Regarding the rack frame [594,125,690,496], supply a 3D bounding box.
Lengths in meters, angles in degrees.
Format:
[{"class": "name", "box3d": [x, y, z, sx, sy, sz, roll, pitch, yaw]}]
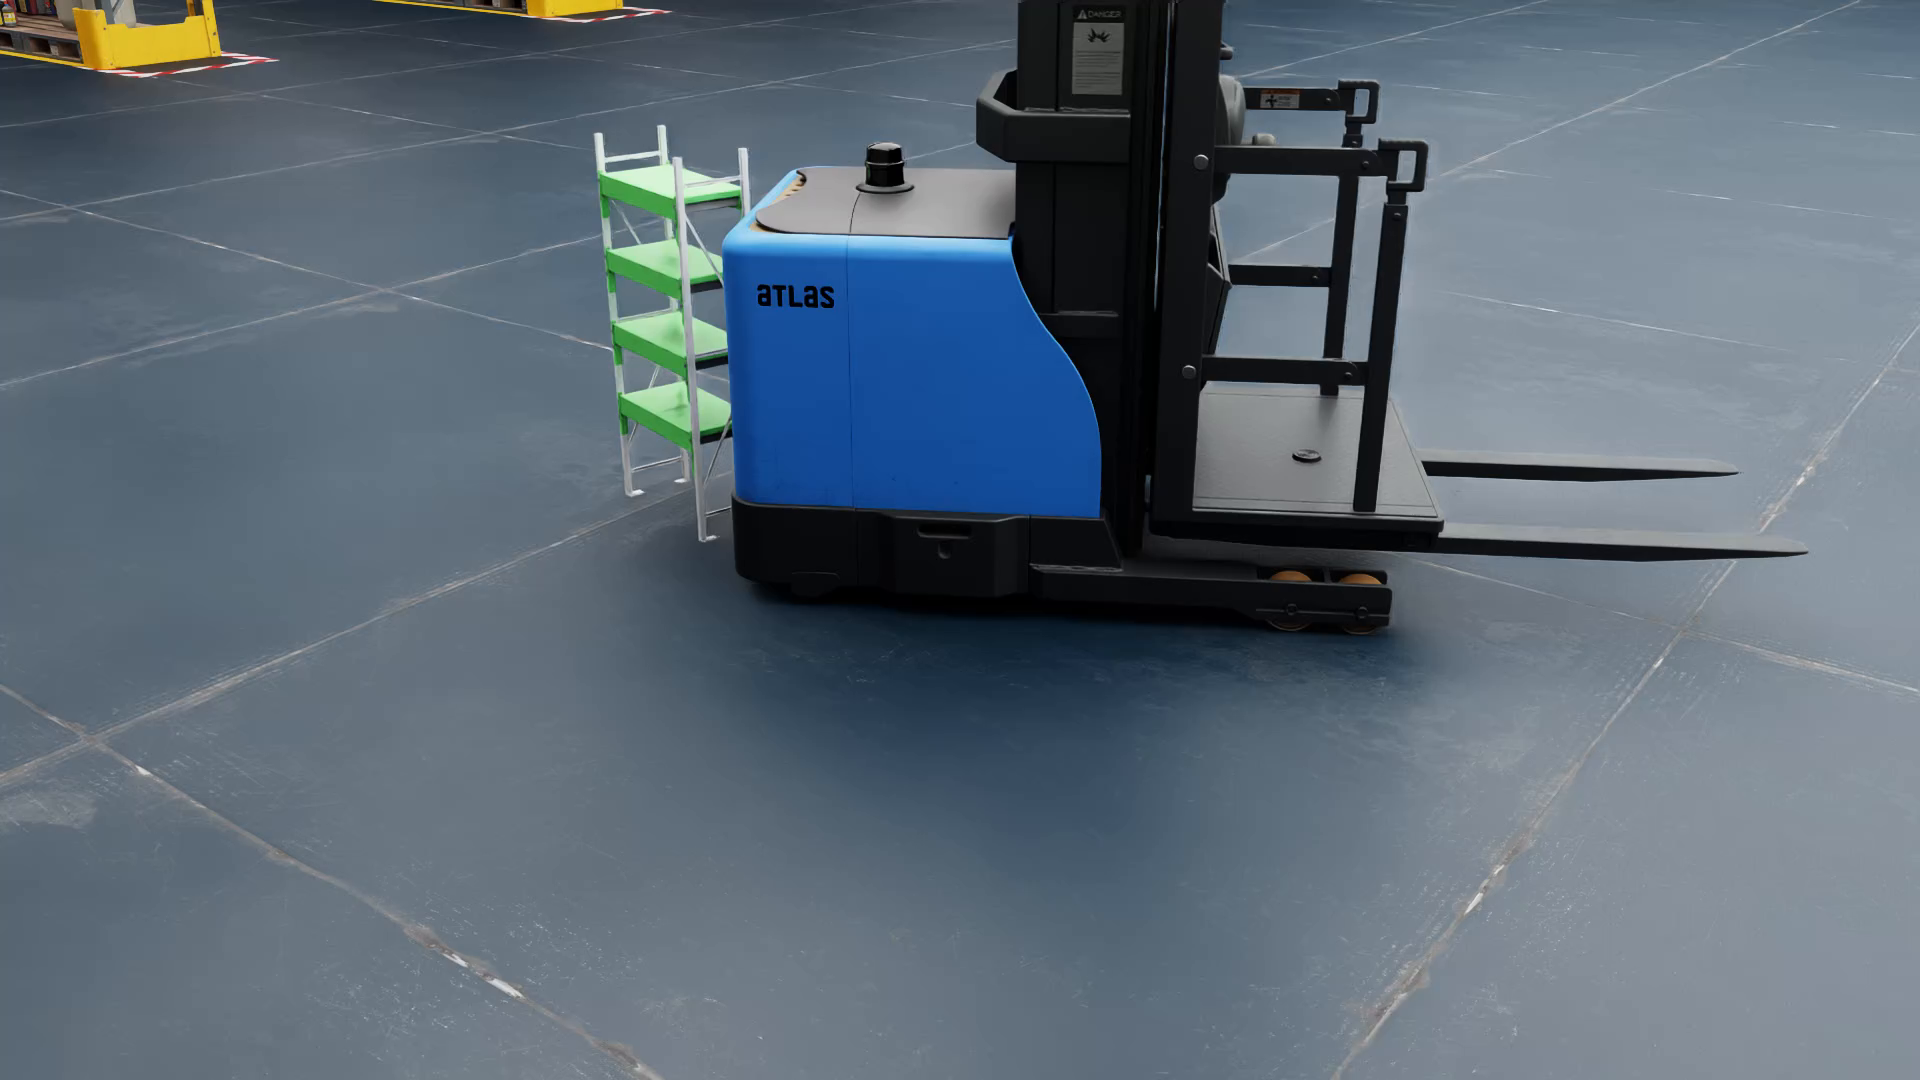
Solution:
[{"class": "rack frame", "box3d": [-1.026, -0.727, 5.413, 0.240, 1.200, 0.015, -18, 29, -35]}]

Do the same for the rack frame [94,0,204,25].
[{"class": "rack frame", "box3d": [-7.254, -5.737, 14.550, 0.127, 3.000, 1.000, 17, 29, 33]}]

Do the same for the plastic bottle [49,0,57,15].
[{"class": "plastic bottle", "box3d": [-9.035, -5.384, 16.589, 0.097, 0.271, 0.097, 0, 24, 0]}]

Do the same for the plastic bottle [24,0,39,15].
[{"class": "plastic bottle", "box3d": [-9.291, -5.400, 16.609, 0.133, 0.283, 0.061, 17, 29, 33]}]

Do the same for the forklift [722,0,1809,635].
[{"class": "forklift", "box3d": [0.892, -1.303, 4.572, 3.031, 2.935, 1.130, 2, 24, 6]}]

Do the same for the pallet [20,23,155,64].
[{"class": "pallet", "box3d": [-7.990, -4.662, 15.569, 1.213, 0.211, 1.003, 17, 29, 33]}]

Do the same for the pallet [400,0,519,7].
[{"class": "pallet", "box3d": [-5.945, -6.580, 19.922, 1.213, 0.211, 1.003, 17, 29, 33]}]

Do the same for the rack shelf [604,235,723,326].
[{"class": "rack shelf", "box3d": [-0.875, -0.811, 5.166, 0.258, 0.148, 0.480, -18, 29, -35]}]

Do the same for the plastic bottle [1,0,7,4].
[{"class": "plastic bottle", "box3d": [-9.172, -5.064, 15.855, 0.135, 0.276, 0.152, 17, 29, 34]}]

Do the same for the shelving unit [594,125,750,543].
[{"class": "shelving unit", "box3d": [-0.875, -0.650, 5.237, 0.258, 1.200, 0.503, -18, 29, -35]}]

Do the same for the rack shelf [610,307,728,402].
[{"class": "rack shelf", "box3d": [-0.875, -0.592, 5.263, 0.258, 0.148, 0.480, -18, 29, -35]}]

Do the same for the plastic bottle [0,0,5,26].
[{"class": "plastic bottle", "box3d": [-9.091, -5.020, 15.746, 0.133, 0.283, 0.061, 18, 29, 35]}]

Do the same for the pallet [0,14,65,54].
[{"class": "pallet", "box3d": [-8.962, -4.957, 16.239, 1.213, 0.211, 1.003, 17, 29, 33]}]

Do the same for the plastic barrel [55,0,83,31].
[{"class": "plastic barrel", "box3d": [-8.228, -5.046, 15.547, 0.421, 0.512, 0.421, 0, 24, 0]}]

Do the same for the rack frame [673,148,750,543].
[{"class": "rack frame", "box3d": [-0.724, -0.573, 5.062, 0.240, 1.200, 0.015, -18, 29, -35]}]

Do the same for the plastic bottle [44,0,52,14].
[{"class": "plastic bottle", "box3d": [-9.116, -5.377, 16.659, 0.097, 0.201, 0.097, 0, 24, 0]}]

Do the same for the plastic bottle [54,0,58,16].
[{"class": "plastic bottle", "box3d": [-8.952, -5.327, 16.546, 0.097, 0.201, 0.097, 0, 24, 0]}]

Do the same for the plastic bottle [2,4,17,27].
[{"class": "plastic bottle", "box3d": [-8.987, -4.960, 15.712, 0.097, 0.201, 0.097, 0, 24, 0]}]

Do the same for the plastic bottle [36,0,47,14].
[{"class": "plastic bottle", "box3d": [-9.227, -5.431, 16.688, 0.135, 0.276, 0.152, 17, 29, 34]}]

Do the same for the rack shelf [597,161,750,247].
[{"class": "rack shelf", "box3d": [-0.875, -1.031, 5.070, 0.258, 0.148, 0.480, -18, 29, -35]}]

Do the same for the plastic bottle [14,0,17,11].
[{"class": "plastic bottle", "box3d": [-9.682, -5.496, 16.836, 0.135, 0.276, 0.152, 17, 29, 33]}]

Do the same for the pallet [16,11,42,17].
[{"class": "pallet", "box3d": [-9.943, -5.252, 16.908, 1.213, 0.211, 1.003, 17, 29, 33]}]

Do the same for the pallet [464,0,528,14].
[{"class": "pallet", "box3d": [-4.973, -6.285, 19.252, 1.213, 0.211, 1.003, 17, 29, 33]}]

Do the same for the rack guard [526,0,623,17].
[{"class": "rack guard", "box3d": [-4.345, -6.209, 18.722, 0.348, 0.500, 1.175, 17, 29, 33]}]

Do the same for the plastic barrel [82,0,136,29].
[{"class": "plastic barrel", "box3d": [-7.827, -4.925, 15.272, 0.421, 0.512, 0.421, 0, 24, 0]}]

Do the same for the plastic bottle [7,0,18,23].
[{"class": "plastic bottle", "box3d": [-9.109, -5.102, 15.932, 0.133, 0.283, 0.061, 17, 29, 33]}]

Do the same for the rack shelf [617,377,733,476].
[{"class": "rack shelf", "box3d": [-0.875, -0.372, 5.360, 0.258, 0.148, 0.480, -18, 29, -35]}]

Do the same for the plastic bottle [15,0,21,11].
[{"class": "plastic bottle", "box3d": [-9.613, -5.584, 16.943, 0.185, 0.351, 0.144, 15, 28, 31]}]

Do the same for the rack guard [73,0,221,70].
[{"class": "rack guard", "box3d": [-7.343, -4.596, 15.061, 0.348, 0.500, 1.175, 17, 29, 33]}]

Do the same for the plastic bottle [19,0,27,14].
[{"class": "plastic bottle", "box3d": [-9.396, -5.436, 16.690, 0.133, 0.283, 0.061, 17, 29, 33]}]
